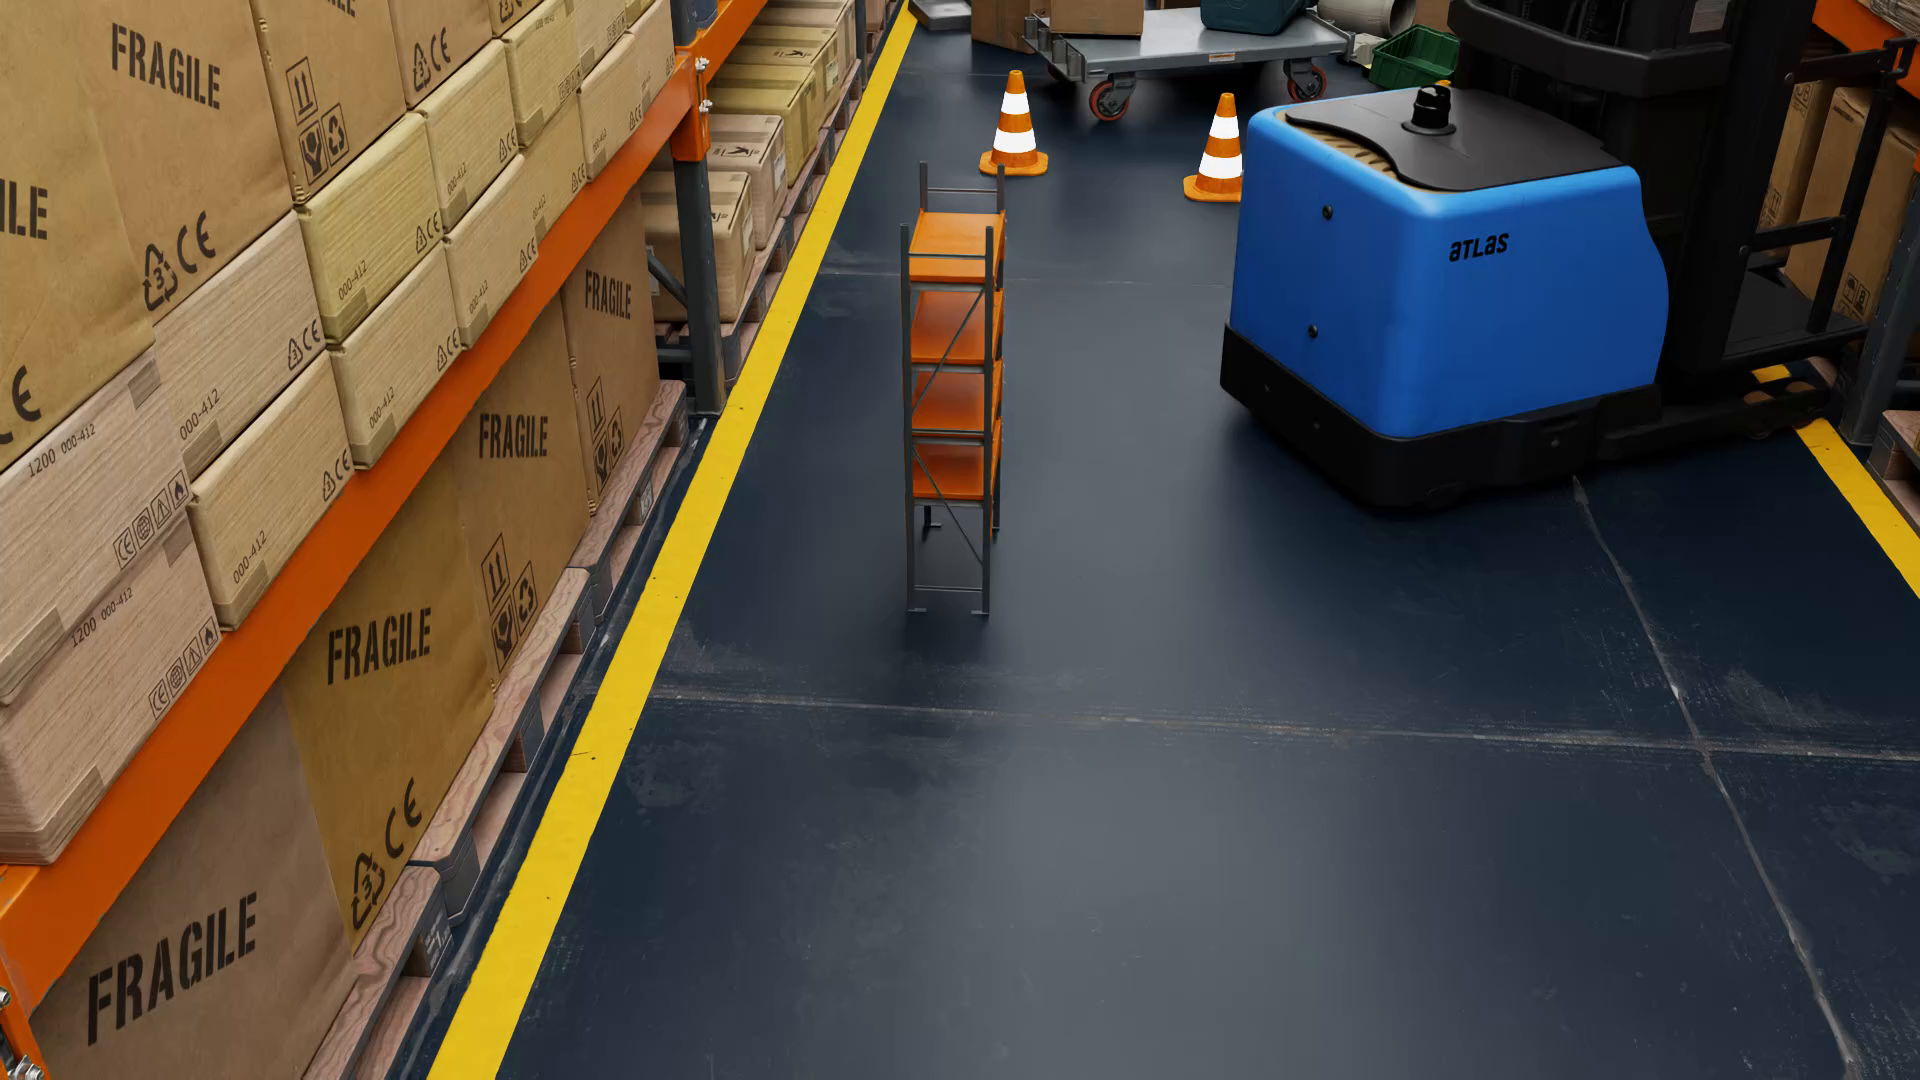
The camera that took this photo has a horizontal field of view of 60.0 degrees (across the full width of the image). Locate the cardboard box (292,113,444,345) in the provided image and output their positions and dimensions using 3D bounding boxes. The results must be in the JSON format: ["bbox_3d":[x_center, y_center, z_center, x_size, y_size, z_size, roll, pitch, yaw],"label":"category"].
[{"bbox_3d":[-1.278,-0.578,2.996,0.500,0.250,0.500,3,32,5],"label":"cardboard box"}]

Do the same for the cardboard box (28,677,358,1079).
[{"bbox_3d":[-1.707,0.723,2.842,0.875,0.875,0.875,3,32,6],"label":"cardboard box"}]

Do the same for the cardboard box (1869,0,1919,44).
[{"bbox_3d":[3.359,-1.897,5.374,0.500,0.500,0.500,2,32,4],"label":"cardboard box"}]

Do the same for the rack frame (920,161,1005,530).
[{"bbox_3d":[0.006,-0.552,5.002,0.240,1.200,0.015,2,32,4],"label":"rack frame"}]

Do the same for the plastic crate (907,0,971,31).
[{"bbox_3d":[-0.081,-3.401,10.692,0.402,0.080,0.583,-8,33,-13],"label":"plastic crate"}]

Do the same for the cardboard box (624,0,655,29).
[{"bbox_3d":[-1.138,-1.651,4.737,0.500,0.250,0.500,2,32,4],"label":"cardboard box"}]

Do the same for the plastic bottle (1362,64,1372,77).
[{"bbox_3d":[2.434,-2.657,9.504,0.133,0.061,0.283,-14,34,-21],"label":"plastic bottle"}]

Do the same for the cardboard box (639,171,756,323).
[{"bbox_3d":[-1.296,-1.122,6.315,0.950,0.372,0.625,0,32,1],"label":"cardboard box"}]

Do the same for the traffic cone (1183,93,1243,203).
[{"bbox_3d":[1.241,-1.875,7.852,0.336,0.463,0.334,2,32,4],"label":"traffic cone"}]

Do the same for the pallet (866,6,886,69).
[{"bbox_3d":[-1.007,-3.024,9.955,1.003,0.211,1.213,2,32,4],"label":"pallet"}]

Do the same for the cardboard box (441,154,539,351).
[{"bbox_3d":[-1.230,-0.629,3.554,0.500,0.250,0.500,2,32,3],"label":"cardboard box"}]

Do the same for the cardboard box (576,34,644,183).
[{"bbox_3d":[-1.160,-1.159,4.415,0.500,0.250,0.500,3,32,5],"label":"cardboard box"}]

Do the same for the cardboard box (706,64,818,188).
[{"bbox_3d":[-1.176,-1.904,7.585,0.950,0.372,0.625,3,32,6],"label":"cardboard box"}]

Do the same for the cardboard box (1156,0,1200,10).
[{"bbox_3d":[1.612,-3.429,10.205,0.797,0.637,0.503,2,32,4],"label":"cardboard box"}]

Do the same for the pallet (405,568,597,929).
[{"bbox_3d":[-1.593,0.466,4.293,1.003,0.211,1.213,2,32,4],"label":"pallet"}]

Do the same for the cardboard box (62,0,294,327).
[{"bbox_3d":[-1.341,-0.628,2.362,0.500,0.500,0.500,2,32,4],"label":"cardboard box"}]

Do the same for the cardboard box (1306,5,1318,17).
[{"bbox_3d":[2.220,-3.513,10.697,0.396,0.266,0.258,8,32,12],"label":"cardboard box"}]

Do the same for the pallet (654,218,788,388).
[{"bbox_3d":[-1.287,-0.988,6.652,1.003,0.211,1.213,2,32,4],"label":"pallet"}]

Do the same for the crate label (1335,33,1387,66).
[{"bbox_3d":[2.373,-2.899,9.823,0.298,0.136,0.250,-20,37,-29],"label":"crate label"}]

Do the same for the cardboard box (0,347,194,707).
[{"bbox_3d":[-1.361,-0.042,2.125,0.500,0.250,0.500,2,32,3],"label":"cardboard box"}]

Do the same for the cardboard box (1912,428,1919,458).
[{"bbox_3d":[3.278,-0.363,4.963,0.500,0.500,0.500,1,32,2],"label":"cardboard box"}]

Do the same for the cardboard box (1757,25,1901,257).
[{"bbox_3d":[3.797,-1.601,6.732,1.050,0.750,0.750,3,32,5],"label":"cardboard box"}]

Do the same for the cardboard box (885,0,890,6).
[{"bbox_3d":[-0.677,-3.443,10.198,0.500,0.250,0.500,4,32,7],"label":"cardboard box"}]

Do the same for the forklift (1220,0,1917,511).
[{"bbox_3d":[2.507,-1.841,5.443,3.031,2.935,1.130,-13,34,-20],"label":"forklift"}]

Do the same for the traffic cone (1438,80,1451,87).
[{"bbox_3d":[2.302,-1.983,8.026,0.336,0.463,0.334,2,32,4],"label":"traffic cone"}]

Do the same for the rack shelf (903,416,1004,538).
[{"bbox_3d":[-0.013,-0.198,4.934,0.258,0.148,0.480,2,32,4],"label":"rack shelf"}]

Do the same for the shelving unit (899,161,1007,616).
[{"bbox_3d":[-0.013,-0.424,4.795,0.258,1.200,0.503,2,32,4],"label":"shelving unit"}]

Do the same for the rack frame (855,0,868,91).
[{"bbox_3d":[-1.026,-3.858,8.651,1.000,3.000,0.127,2,32,4],"label":"rack frame"}]

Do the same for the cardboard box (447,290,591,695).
[{"bbox_3d":[-1.568,-0.217,4.368,0.875,0.875,0.875,3,32,5],"label":"cardboard box"}]

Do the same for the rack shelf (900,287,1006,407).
[{"bbox_3d":[-0.013,-0.557,4.713,0.258,0.148,0.480,2,32,4],"label":"rack shelf"}]

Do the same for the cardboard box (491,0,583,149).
[{"bbox_3d":[-1.197,-1.114,3.866,0.500,0.250,0.500,2,32,3],"label":"cardboard box"}]

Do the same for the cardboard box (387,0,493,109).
[{"bbox_3d":[-1.262,-1.161,3.226,0.500,0.500,0.500,2,32,3],"label":"cardboard box"}]

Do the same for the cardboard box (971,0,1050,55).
[{"bbox_3d":[0.417,-3.297,10.121,0.500,0.500,0.500,27,41,37],"label":"cardboard box"}]

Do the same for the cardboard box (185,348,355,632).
[{"bbox_3d":[-1.338,-0.100,2.697,0.500,0.250,0.500,2,32,3],"label":"cardboard box"}]

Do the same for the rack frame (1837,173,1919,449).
[{"bbox_3d":[3.590,-1.608,5.000,1.000,3.000,0.127,2,32,4],"label":"rack frame"}]

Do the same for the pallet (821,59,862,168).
[{"bbox_3d":[-1.088,-2.264,8.722,1.003,0.211,1.213,2,32,4],"label":"pallet"}]

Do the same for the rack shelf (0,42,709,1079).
[{"bbox_3d":[-1.515,-0.414,3.749,1.077,0.370,4.000,2,32,4],"label":"rack shelf"}]

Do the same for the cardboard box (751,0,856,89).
[{"bbox_3d":[-1.066,-2.644,8.785,0.950,0.372,0.625,3,32,5],"label":"cardboard box"}]

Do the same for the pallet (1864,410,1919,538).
[{"bbox_3d":[3.525,-0.012,5.068,1.003,0.211,1.213,2,32,4],"label":"pallet"}]
